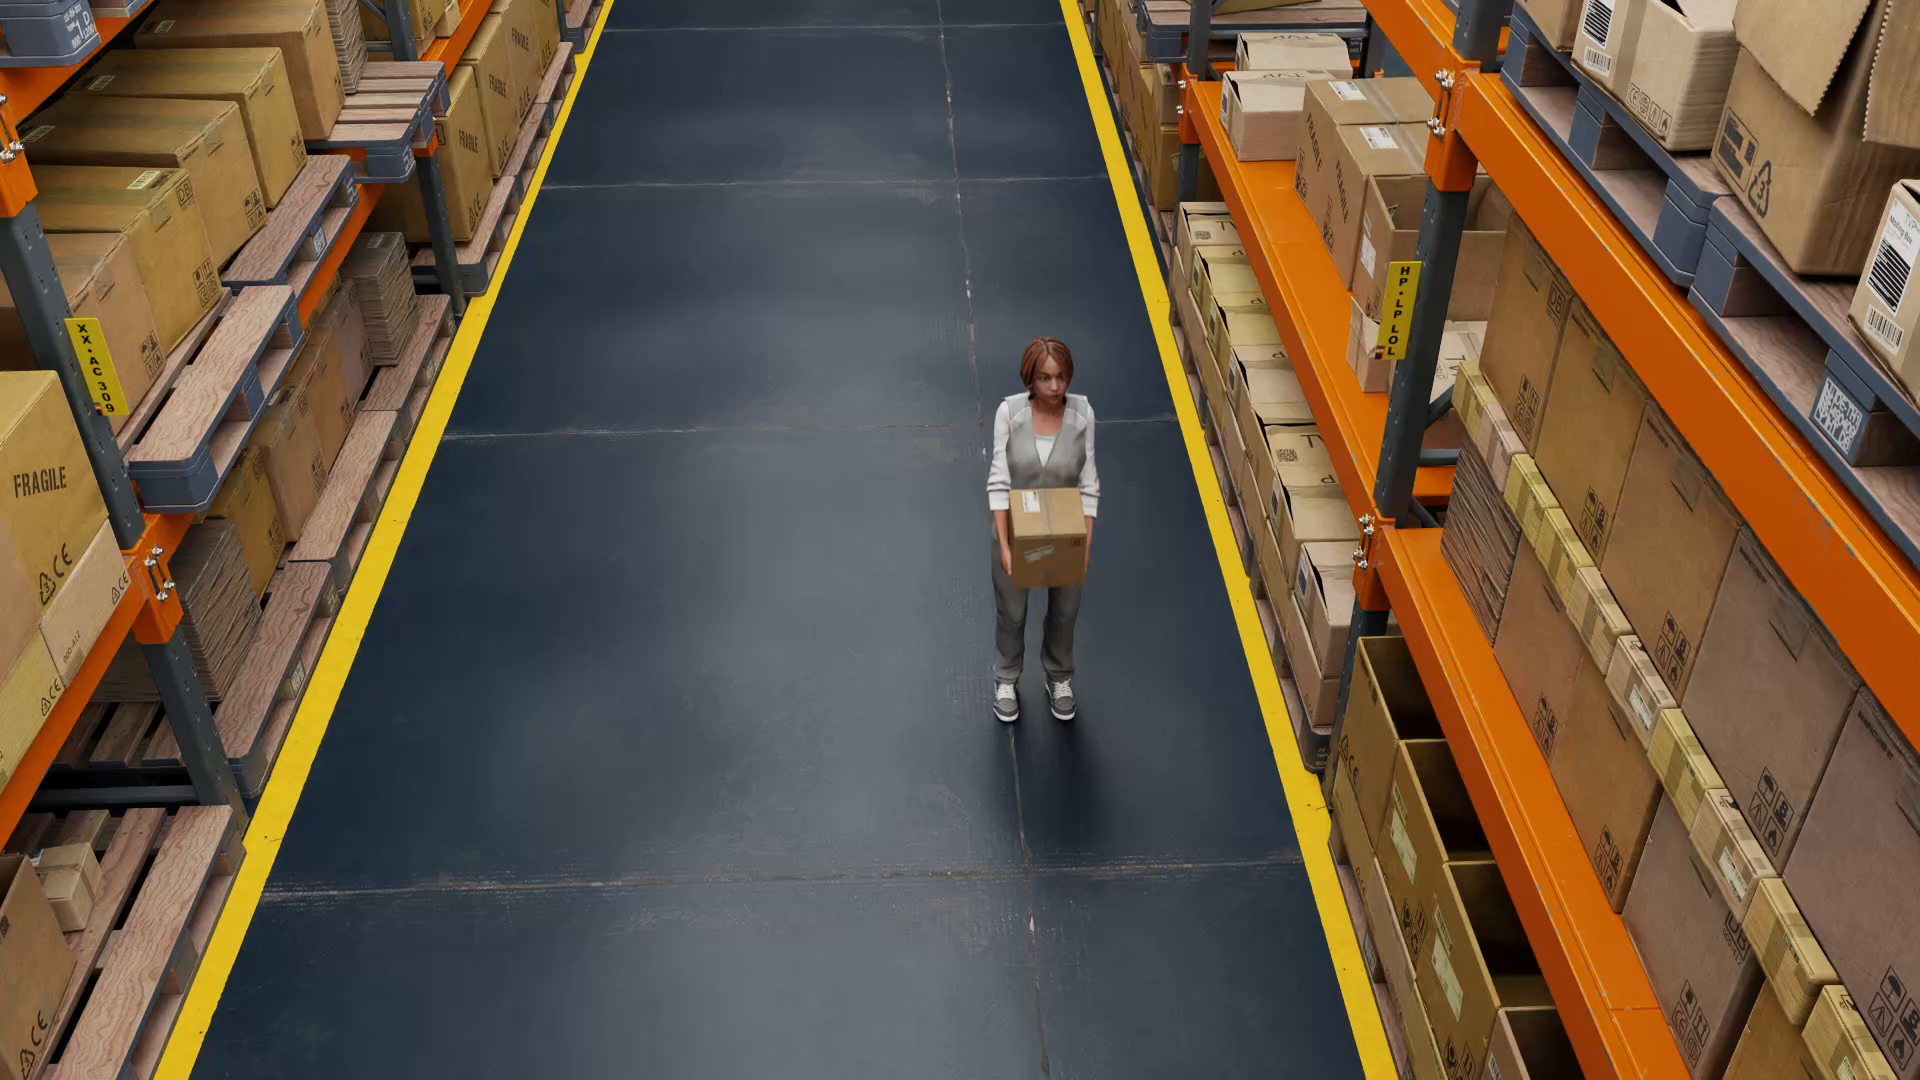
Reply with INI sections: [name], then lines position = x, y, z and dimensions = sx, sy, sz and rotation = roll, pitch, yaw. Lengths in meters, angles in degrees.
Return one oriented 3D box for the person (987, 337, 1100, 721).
[person]
position = 0.302, 0.036, 6.121
dimensions = 0.407, 1.574, 0.491
rotation = -2, 36, -3
